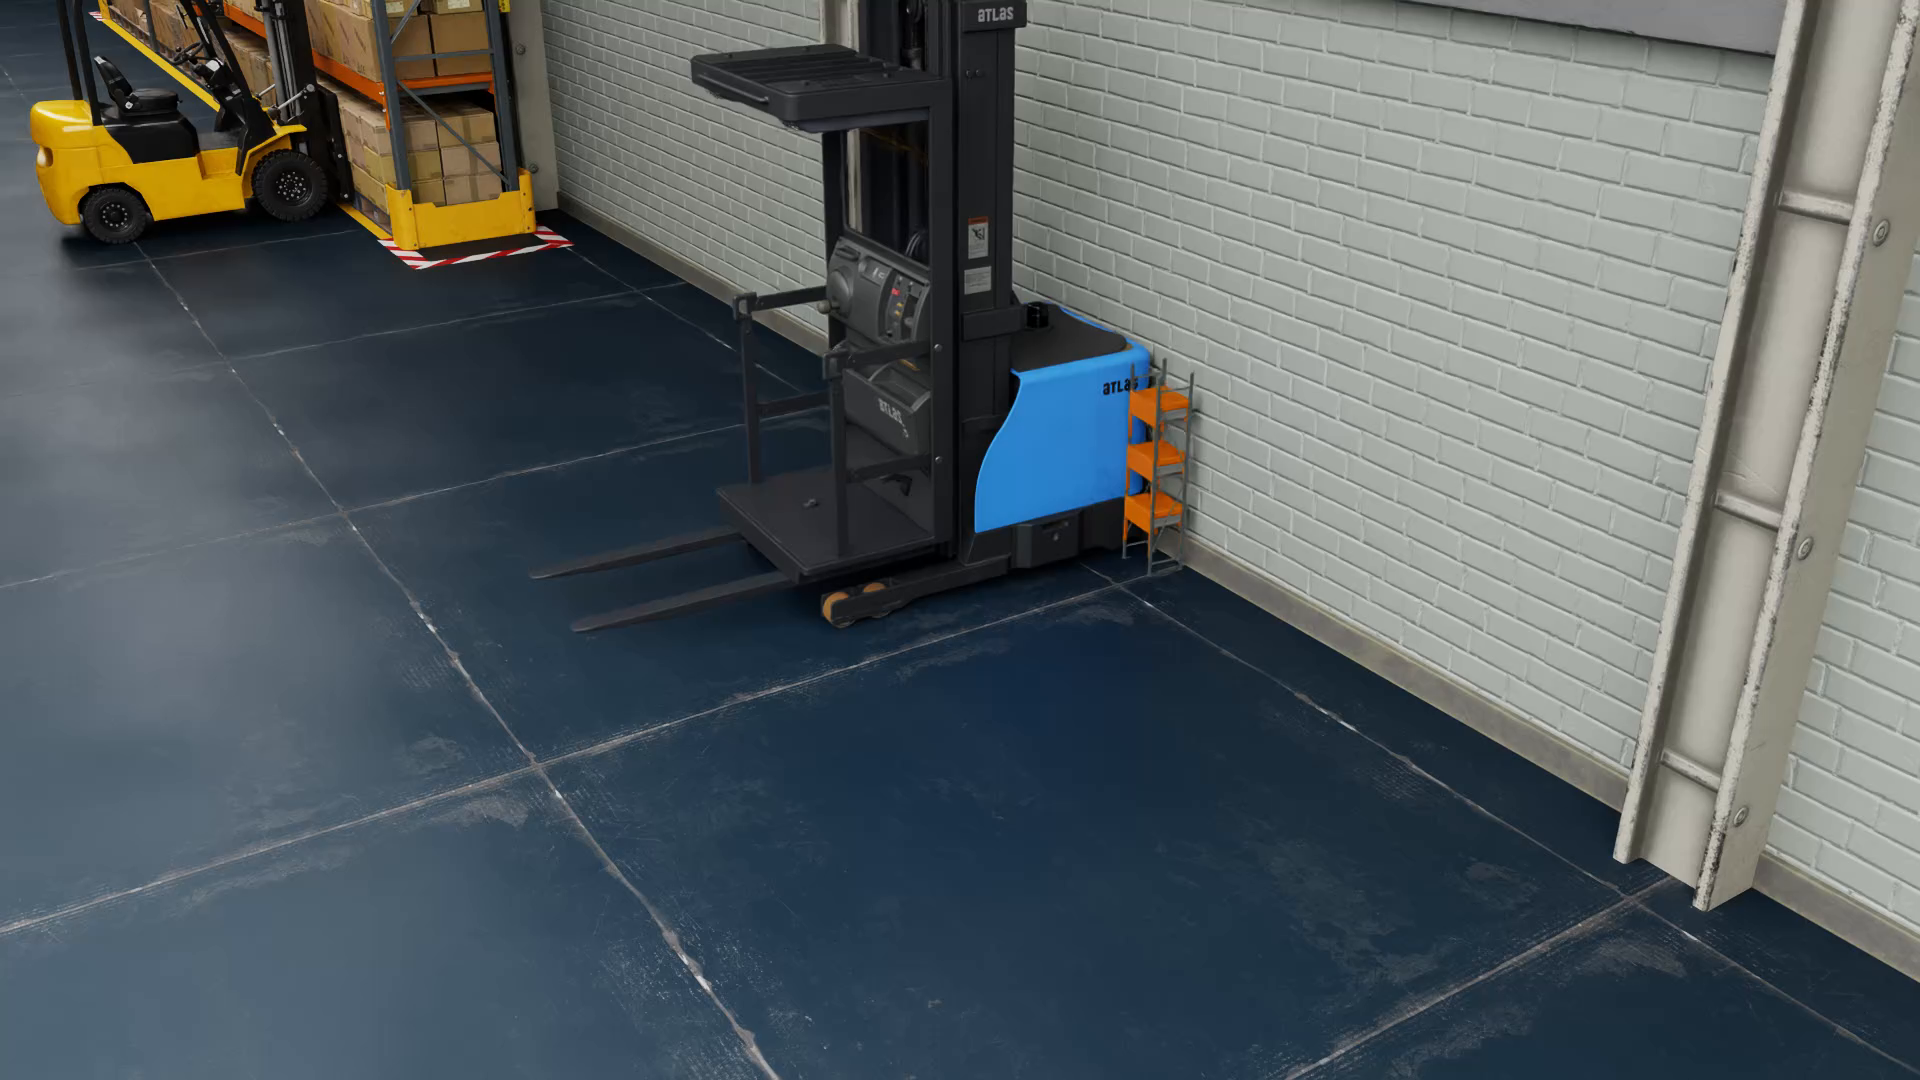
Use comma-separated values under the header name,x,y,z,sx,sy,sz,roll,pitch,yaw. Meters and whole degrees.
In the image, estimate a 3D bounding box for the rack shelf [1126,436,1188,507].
name,x,y,z,sx,sy,sz,roll,pitch,yaw
rack shelf,0.979,-0.343,8.266,0.215,0.259,0.240,-11,27,-24

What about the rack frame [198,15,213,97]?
name,x,y,z,sx,sy,sz,roll,pitch,yaw
rack frame,-8.612,-6.829,19.702,1.000,3.000,0.127,-16,29,-30

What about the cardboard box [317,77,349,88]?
name,x,y,z,sx,sy,sz,roll,pitch,yaw
cardboard box,-5.876,-4.190,15.670,0.500,0.250,0.500,-14,29,-28

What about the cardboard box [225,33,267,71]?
name,x,y,z,sx,sy,sz,roll,pitch,yaw
cardboard box,-7.920,-5.487,19.148,0.875,0.625,0.625,-14,29,-28

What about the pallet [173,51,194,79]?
name,x,y,z,sx,sy,sz,roll,pitch,yaw
pallet,-9.650,-6.279,21.805,1.003,0.211,1.213,-16,29,-30

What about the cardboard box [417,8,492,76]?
name,x,y,z,sx,sy,sz,roll,pitch,yaw
cardboard box,-4.283,-4.254,14.131,0.500,0.500,0.500,-14,29,-28

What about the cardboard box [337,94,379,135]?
name,x,y,z,sx,sy,sz,roll,pitch,yaw
cardboard box,-5.325,-3.817,14.880,0.500,0.250,0.500,-15,29,-29

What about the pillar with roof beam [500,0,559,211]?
name,x,y,z,sx,sy,sz,roll,pitch,yaw
pillar with roof beam,-7.477,-6.136,11.207,9.100,9.000,0.400,-16,29,-30

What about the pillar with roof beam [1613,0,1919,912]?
name,x,y,z,sx,sy,sz,roll,pitch,yaw
pillar with roof beam,-0.926,-1.844,2.115,9.100,9.000,0.400,-16,29,-30

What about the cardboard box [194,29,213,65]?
name,x,y,z,sx,sy,sz,roll,pitch,yaw
cardboard box,-9.023,-5.989,20.360,0.500,0.500,0.500,-15,29,-28

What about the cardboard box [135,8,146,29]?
name,x,y,z,sx,sy,sz,roll,pitch,yaw
cardboard box,-11.541,-7.471,23.774,0.396,0.266,0.258,-14,29,-28

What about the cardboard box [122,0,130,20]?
name,x,y,z,sx,sy,sz,roll,pitch,yaw
cardboard box,-12.086,-7.982,24.580,0.500,0.500,0.500,-15,29,-29

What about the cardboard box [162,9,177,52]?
name,x,y,z,sx,sy,sz,roll,pitch,yaw
cardboard box,-10.153,-6.726,21.920,0.500,0.500,0.500,-17,30,-31

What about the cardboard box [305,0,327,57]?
name,x,y,z,sx,sy,sz,roll,pitch,yaw
cardboard box,-5.573,-4.676,15.023,0.500,0.500,0.500,-15,29,-29

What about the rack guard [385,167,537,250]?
name,x,y,z,sx,sy,sz,roll,pitch,yaw
rack guard,-4.232,-2.828,14.156,1.175,0.500,0.348,-16,29,-30

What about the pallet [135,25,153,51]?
name,x,y,z,sx,sy,sz,roll,pitch,yaw
pallet,-11.170,-7.244,23.848,1.003,0.211,1.213,-16,29,-30

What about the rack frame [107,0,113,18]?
name,x,y,z,sx,sy,sz,roll,pitch,yaw
rack frame,-12.980,-9.690,25.763,1.000,3.000,0.127,-16,29,-30

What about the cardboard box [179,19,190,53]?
name,x,y,z,sx,sy,sz,roll,pitch,yaw
cardboard box,-9.576,-6.357,21.139,0.500,0.500,0.500,-14,29,-27

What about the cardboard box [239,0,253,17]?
name,x,y,z,sx,sy,sz,roll,pitch,yaw
cardboard box,-7.202,-5.628,17.334,0.500,0.250,0.500,-16,29,-30

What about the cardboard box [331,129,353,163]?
name,x,y,z,sx,sy,sz,roll,pitch,yaw
cardboard box,-5.337,-3.603,15.011,0.500,0.250,0.500,-16,30,-31

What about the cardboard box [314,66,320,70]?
name,x,y,z,sx,sy,sz,roll,pitch,yaw
cardboard box,-6.428,-4.551,16.433,0.500,0.250,0.500,-16,30,-30

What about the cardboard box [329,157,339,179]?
name,x,y,z,sx,sy,sz,roll,pitch,yaw
cardboard box,-5.598,-3.550,15.485,0.500,0.250,0.500,-15,29,-28

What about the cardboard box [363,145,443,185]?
name,x,y,z,sx,sy,sz,roll,pitch,yaw
cardboard box,-4.773,-3.241,14.245,0.500,0.250,0.500,-16,30,-30

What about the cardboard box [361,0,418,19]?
name,x,y,z,sx,sy,sz,roll,pitch,yaw
cardboard box,-4.669,-4.365,13.605,0.380,0.149,0.250,-15,29,-29

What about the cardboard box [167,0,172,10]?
name,x,y,z,sx,sy,sz,roll,pitch,yaw
cardboard box,-10.191,-7.059,21.865,0.380,0.149,0.250,-16,29,-30

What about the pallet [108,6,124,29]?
name,x,y,z,sx,sy,sz,roll,pitch,yaw
pallet,-12.502,-8.117,25.697,1.003,0.211,1.213,-16,29,-30

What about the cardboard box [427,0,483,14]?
name,x,y,z,sx,sy,sz,roll,pitch,yaw
cardboard box,-4.213,-4.488,13.865,0.380,0.149,0.250,-16,30,-31

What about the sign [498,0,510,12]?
name,x,y,z,sx,sy,sz,roll,pitch,yaw
sign,-3.777,-4.522,13.708,0.100,0.325,0.005,-16,29,-30

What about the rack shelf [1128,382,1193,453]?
name,x,y,z,sx,sy,sz,roll,pitch,yaw
rack shelf,0.979,-0.601,8.149,0.215,0.259,0.240,-11,27,-24

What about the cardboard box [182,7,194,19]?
name,x,y,z,sx,sy,sz,roll,pitch,yaw
cardboard box,-9.619,-6.688,21.080,0.380,0.149,0.250,-16,30,-30

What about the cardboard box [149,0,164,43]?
name,x,y,z,sx,sy,sz,roll,pitch,yaw
cardboard box,-10.721,-7.093,22.699,0.500,0.500,0.500,-14,29,-27

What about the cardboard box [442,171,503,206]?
name,x,y,z,sx,sy,sz,roll,pitch,yaw
cardboard box,-4.350,-3.135,14.606,0.500,0.250,0.500,-15,29,-29

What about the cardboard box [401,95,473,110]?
name,x,y,z,sx,sy,sz,roll,pitch,yaw
cardboard box,-4.625,-3.760,14.759,0.500,0.250,0.500,-15,29,-29

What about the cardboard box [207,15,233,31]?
name,x,y,z,sx,sy,sz,roll,pitch,yaw
cardboard box,-9.094,-6.299,20.256,0.380,0.149,0.250,-17,30,-32

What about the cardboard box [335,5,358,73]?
name,x,y,z,sx,sy,sz,roll,pitch,yaw
cardboard box,-5.009,-4.315,14.260,0.500,0.500,0.500,-15,29,-28

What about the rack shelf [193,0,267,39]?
name,x,y,z,sx,sy,sz,roll,pitch,yaw
rack shelf,-7.521,-5.788,18.340,1.077,0.370,4.000,-16,29,-30

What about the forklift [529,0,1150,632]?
name,x,y,z,sx,sy,sz,roll,pitch,yaw
forklift,-0.572,-1.168,7.790,3.031,2.935,1.130,-14,29,-27

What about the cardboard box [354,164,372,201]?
name,x,y,z,sx,sy,sz,roll,pitch,yaw
cardboard box,-5.030,-3.188,14.719,0.500,0.250,0.500,-16,29,-30

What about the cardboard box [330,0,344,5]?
name,x,y,z,sx,sy,sz,roll,pitch,yaw
cardboard box,-5.235,-4.732,14.383,0.380,0.149,0.250,-17,30,-31

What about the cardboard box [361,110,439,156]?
name,x,y,z,sx,sy,sz,roll,pitch,yaw
cardboard box,-4.758,-3.458,14.119,0.500,0.250,0.500,-14,29,-28

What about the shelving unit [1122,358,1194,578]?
name,x,y,z,sx,sy,sz,roll,pitch,yaw
shelving unit,0.979,-0.353,8.262,0.215,1.050,0.252,-11,27,-24

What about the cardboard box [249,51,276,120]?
name,x,y,z,sx,sy,sz,roll,pitch,yaw
cardboard box,-7.140,-4.977,18.070,0.875,0.625,0.625,-16,30,-30

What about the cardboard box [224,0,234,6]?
name,x,y,z,sx,sy,sz,roll,pitch,yaw
cardboard box,-7.736,-5.996,18.113,0.500,0.250,0.500,-14,29,-28

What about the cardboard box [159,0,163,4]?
name,x,y,z,sx,sy,sz,roll,pitch,yaw
cardboard box,-10.607,-7.341,22.463,0.380,0.149,0.250,-16,30,-31

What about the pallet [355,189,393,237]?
name,x,y,z,sx,sy,sz,roll,pitch,yaw
pallet,-4.698,-2.970,14.794,1.003,0.211,1.213,-16,29,-30

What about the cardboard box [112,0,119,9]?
name,x,y,z,sx,sy,sz,roll,pitch,yaw
cardboard box,-12.725,-8.510,25.696,0.797,0.503,0.637,-17,30,-32

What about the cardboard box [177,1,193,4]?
name,x,y,z,sx,sy,sz,roll,pitch,yaw
cardboard box,-9.886,-6.880,21.486,0.380,0.149,0.250,-15,29,-29

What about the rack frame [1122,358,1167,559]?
name,x,y,z,sx,sy,sz,roll,pitch,yaw
rack frame,0.925,-0.398,8.361,0.200,1.050,0.008,-11,27,-24

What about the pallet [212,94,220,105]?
name,x,y,z,sx,sy,sz,roll,pitch,yaw
pallet,-8.196,-5.264,19.654,1.003,0.211,1.213,-16,29,-30
